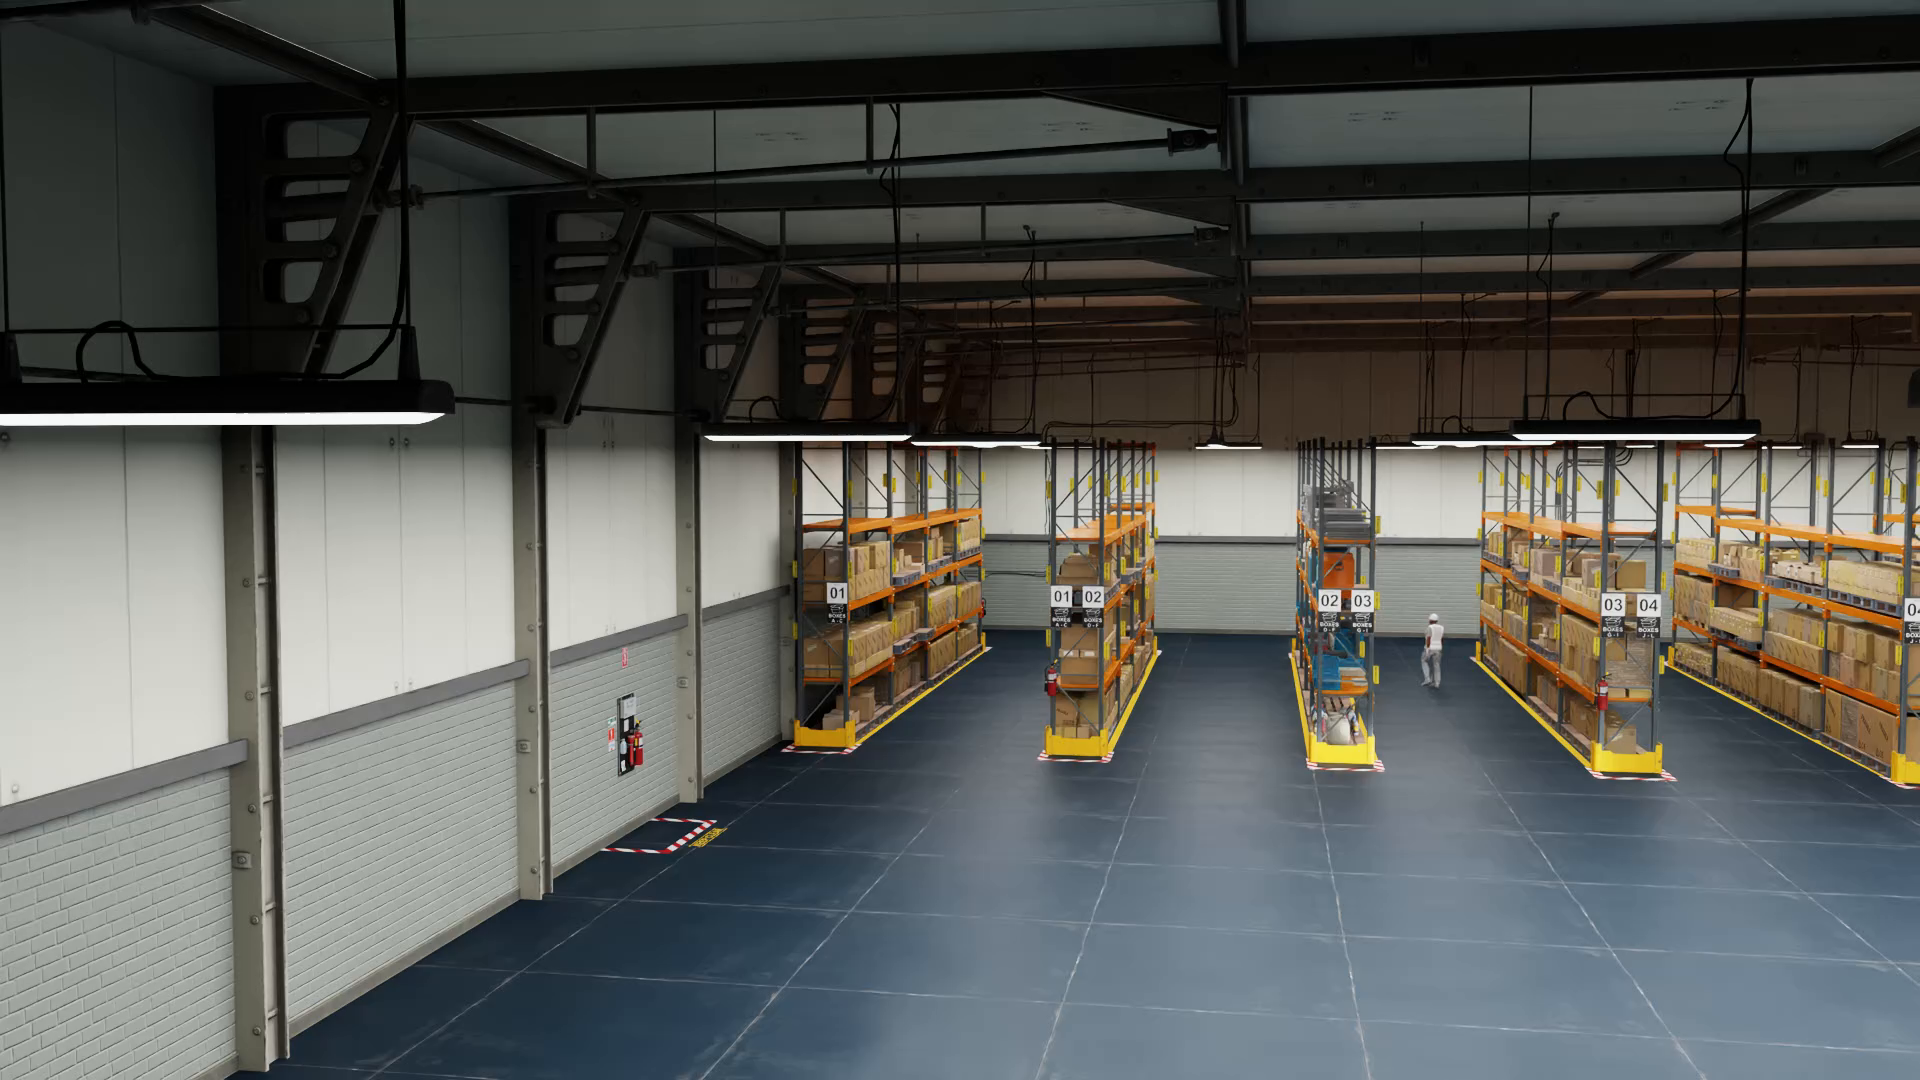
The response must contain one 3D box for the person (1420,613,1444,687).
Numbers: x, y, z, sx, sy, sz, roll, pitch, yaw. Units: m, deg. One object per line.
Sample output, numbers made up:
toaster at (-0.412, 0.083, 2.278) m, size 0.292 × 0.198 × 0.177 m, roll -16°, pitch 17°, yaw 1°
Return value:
person at (11.561, 2.691, 40.521) m, size 0.542 × 1.790 × 0.529 m, roll 0°, pitch 3°, yaw -8°
